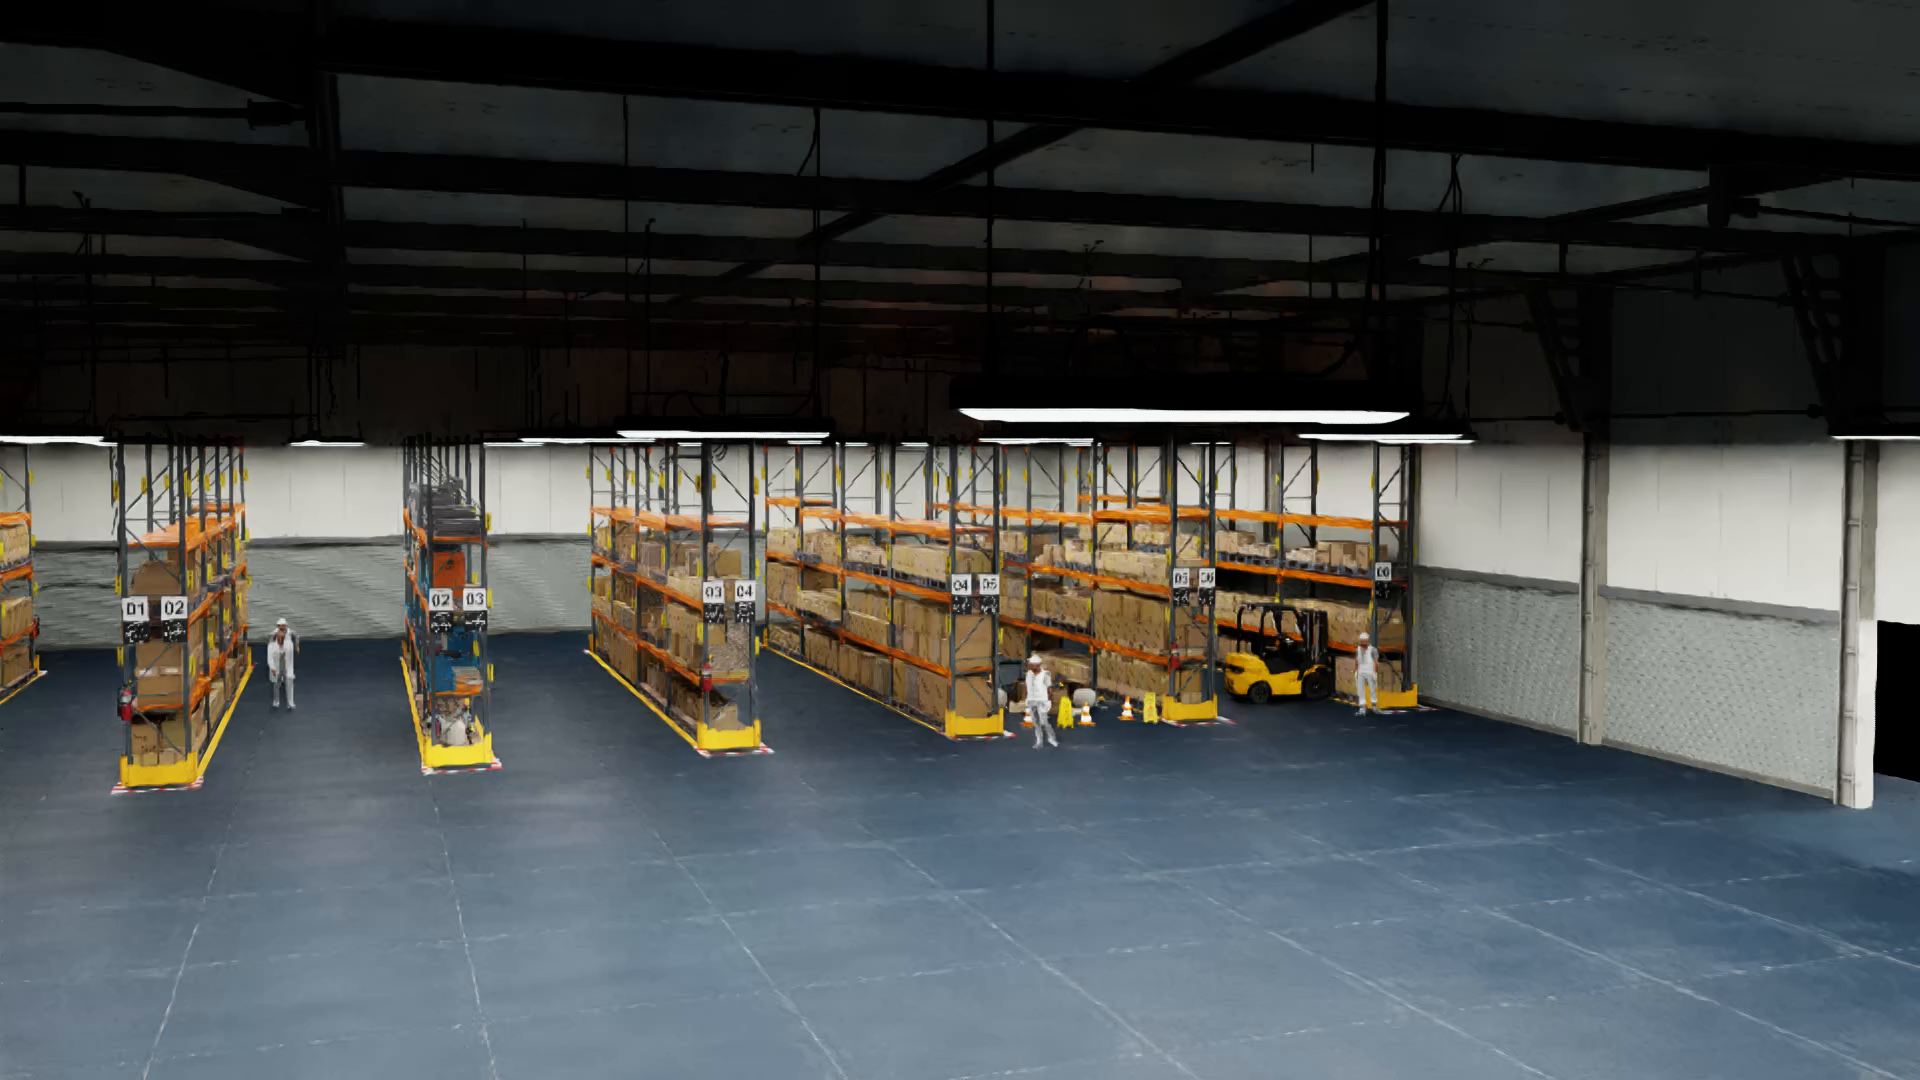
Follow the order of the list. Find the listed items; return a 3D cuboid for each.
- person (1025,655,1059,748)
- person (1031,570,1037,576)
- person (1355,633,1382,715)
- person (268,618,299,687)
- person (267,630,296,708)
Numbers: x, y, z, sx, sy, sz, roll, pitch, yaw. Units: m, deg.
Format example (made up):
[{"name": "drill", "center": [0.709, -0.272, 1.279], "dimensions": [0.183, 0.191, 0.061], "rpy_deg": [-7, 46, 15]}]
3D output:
[{"name": "person", "center": [1.524, 3.068, 31.618], "dimensions": [0.684, 1.776, 0.433], "rpy_deg": [2, 4, 34]}, {"name": "person", "center": [2.430, 1.731, 56.081], "dimensions": [0.659, 1.746, 0.483], "rpy_deg": [2, 4, 38]}, {"name": "person", "center": [8.721, 2.868, 35.630], "dimensions": [0.567, 1.784, 0.617], "rpy_deg": [2, 4, 37]}, {"name": "person", "center": [-16.097, 2.686, 39.586], "dimensions": [0.665, 1.702, 0.810], "rpy_deg": [-1, 3, -14]}, {"name": "person", "center": [-14.900, 2.826, 36.479], "dimensions": [0.580, 1.715, 1.105], "rpy_deg": [-2, 4, -28]}]
